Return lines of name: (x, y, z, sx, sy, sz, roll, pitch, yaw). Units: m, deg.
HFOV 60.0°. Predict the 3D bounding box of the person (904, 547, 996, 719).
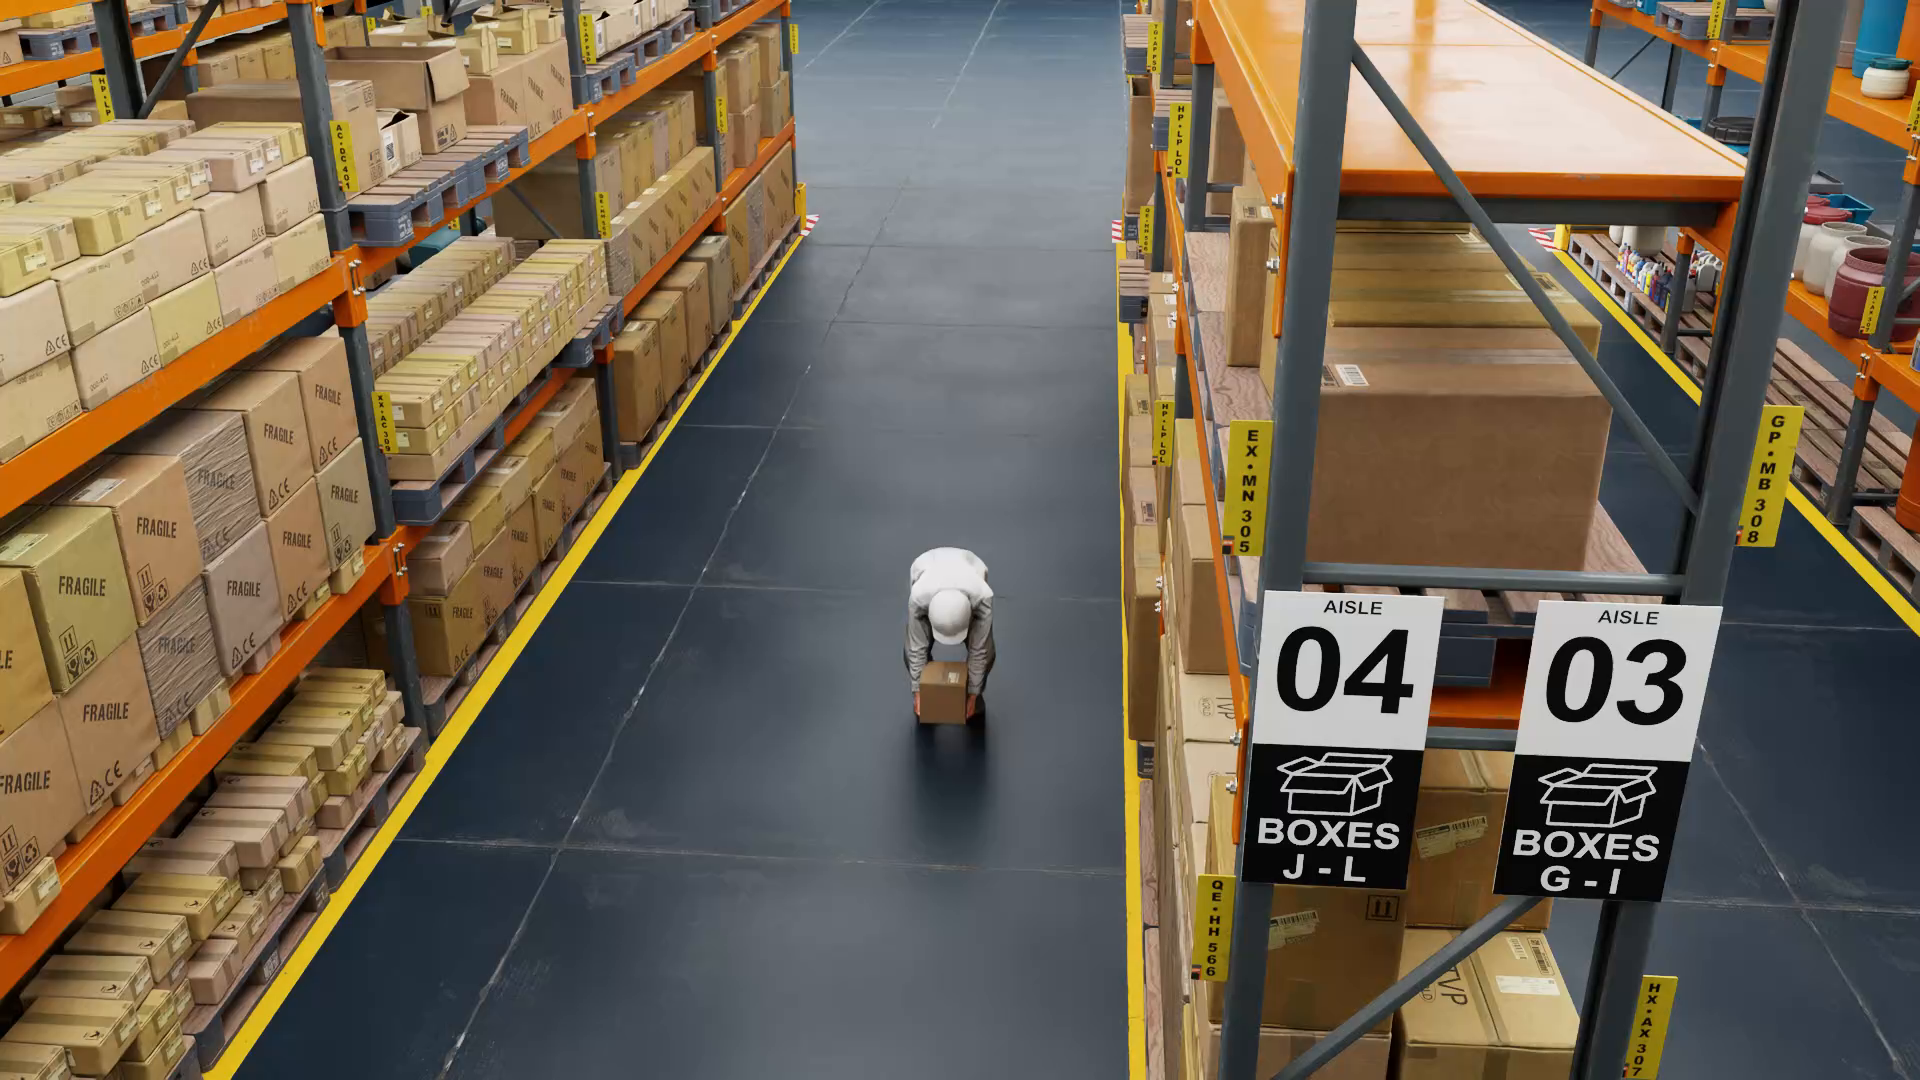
person: (-0.059, 0.570, 9.259, 0.519, 0.994, 0.993, 1, 24, 2)
